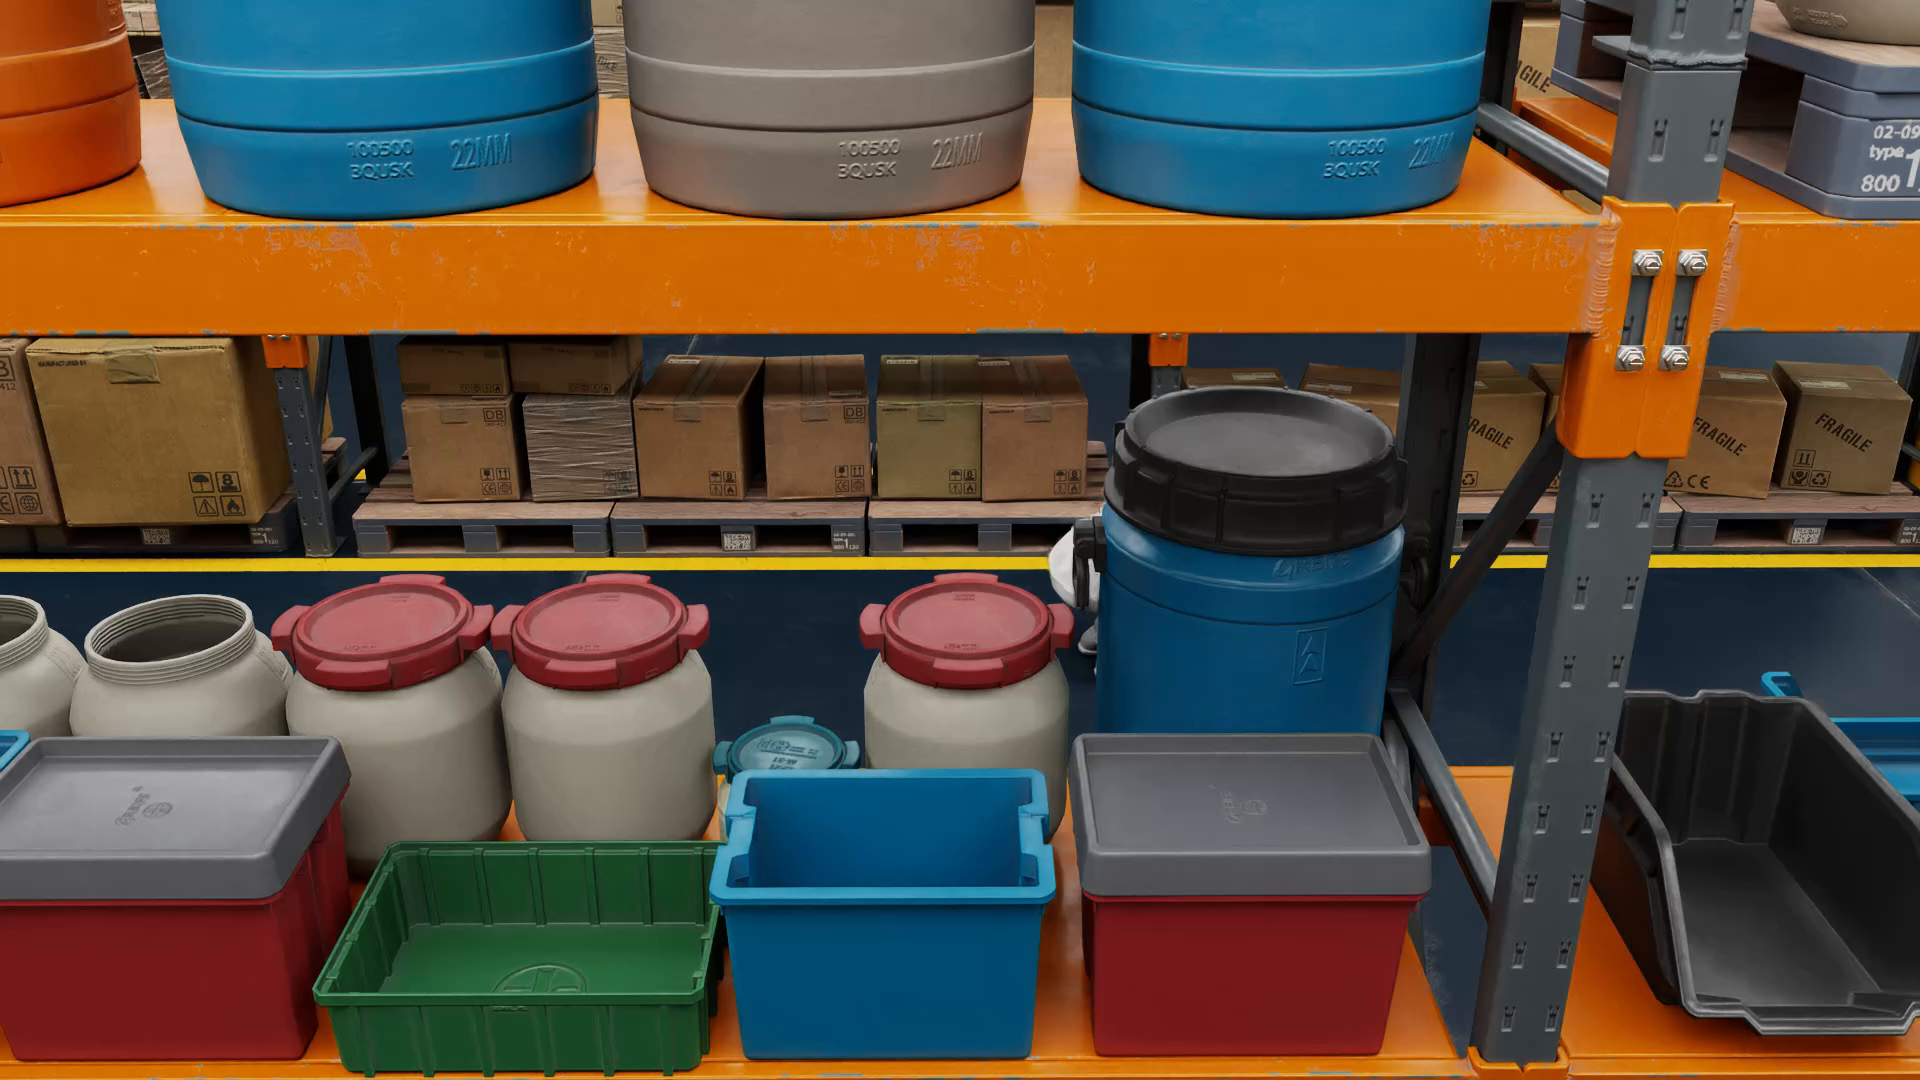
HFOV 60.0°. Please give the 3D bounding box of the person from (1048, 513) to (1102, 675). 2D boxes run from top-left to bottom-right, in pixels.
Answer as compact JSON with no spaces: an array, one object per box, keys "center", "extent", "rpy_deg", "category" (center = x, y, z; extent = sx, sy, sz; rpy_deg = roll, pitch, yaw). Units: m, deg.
[{"center":[0.789,0.122,6.804],"extent":[0.857,0.876,0.475],"rpy_deg":[0,24,0],"category":"person"}]
